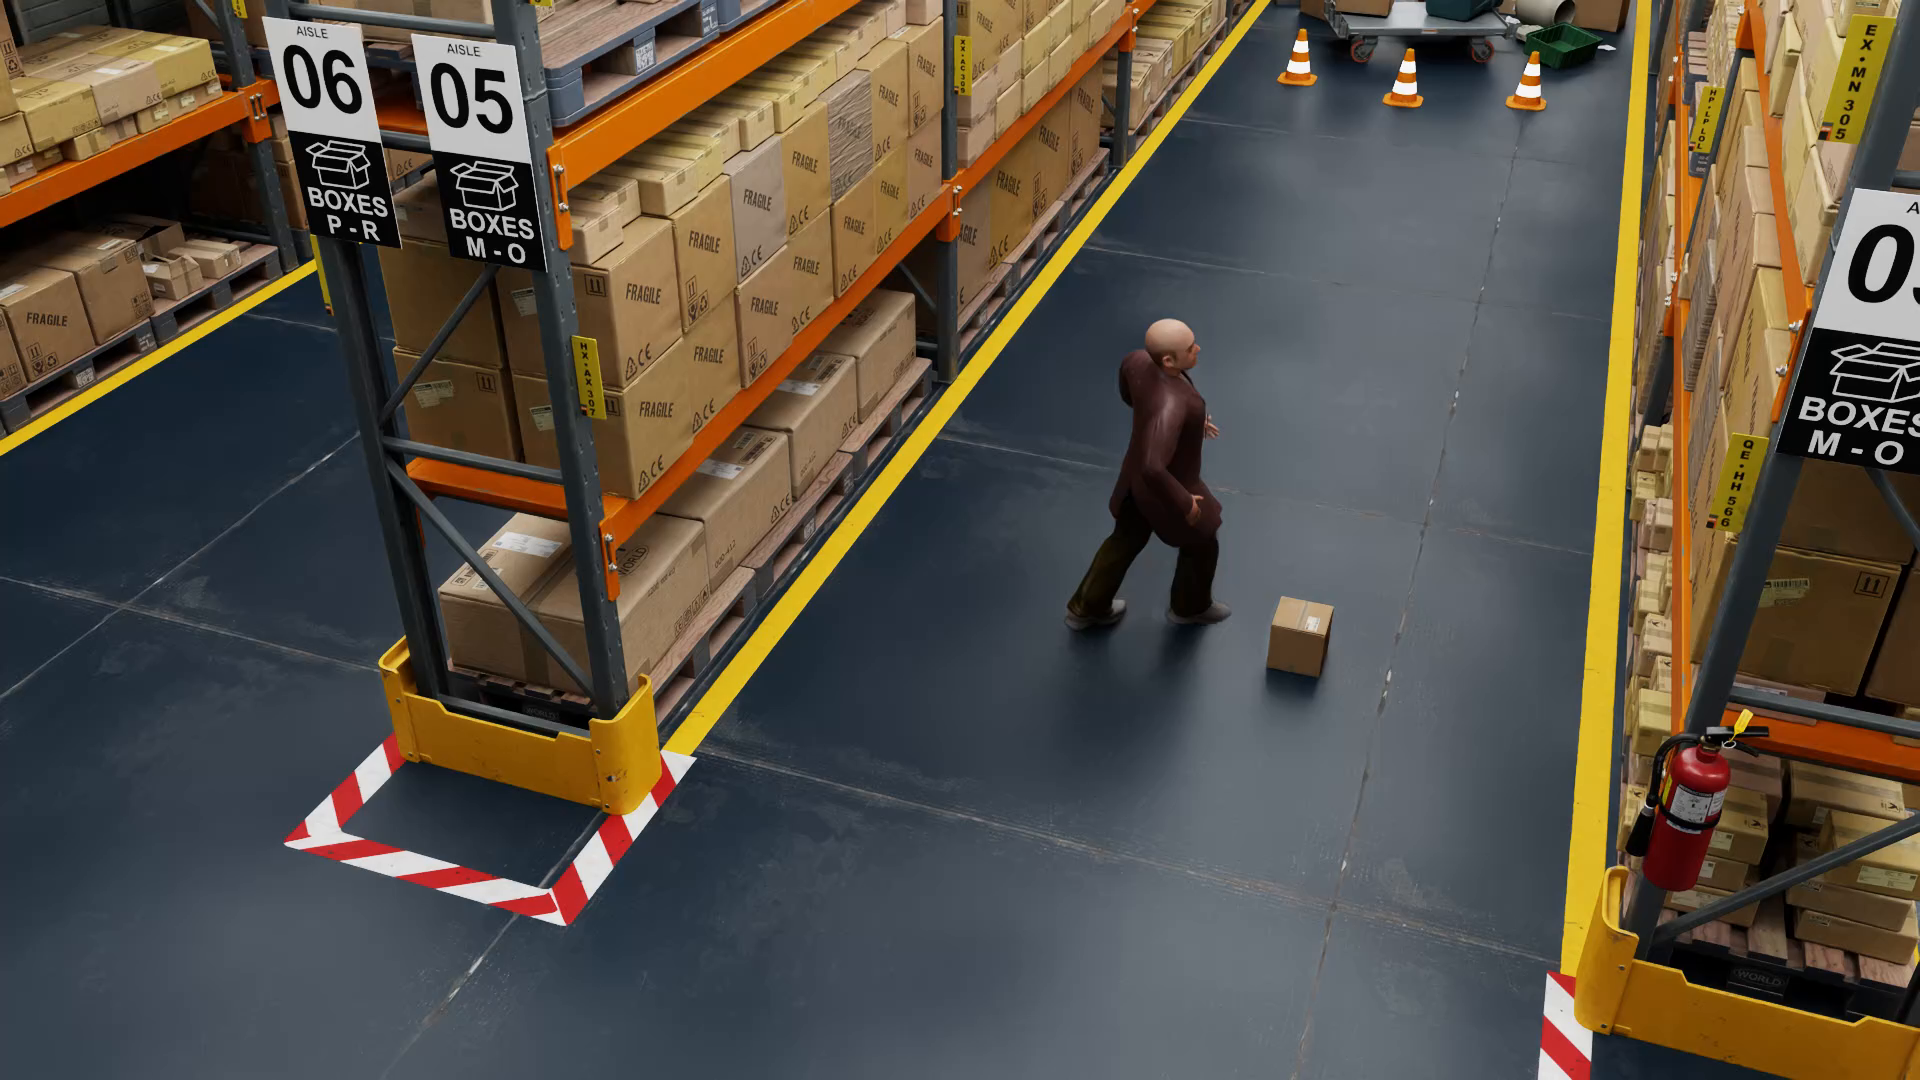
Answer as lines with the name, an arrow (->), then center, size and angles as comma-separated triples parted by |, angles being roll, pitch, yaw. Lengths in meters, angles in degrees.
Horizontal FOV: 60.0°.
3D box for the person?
person -> 0.986, -0.240, 7.565 | 0.859, 1.780, 0.724 | -15, 36, -21
